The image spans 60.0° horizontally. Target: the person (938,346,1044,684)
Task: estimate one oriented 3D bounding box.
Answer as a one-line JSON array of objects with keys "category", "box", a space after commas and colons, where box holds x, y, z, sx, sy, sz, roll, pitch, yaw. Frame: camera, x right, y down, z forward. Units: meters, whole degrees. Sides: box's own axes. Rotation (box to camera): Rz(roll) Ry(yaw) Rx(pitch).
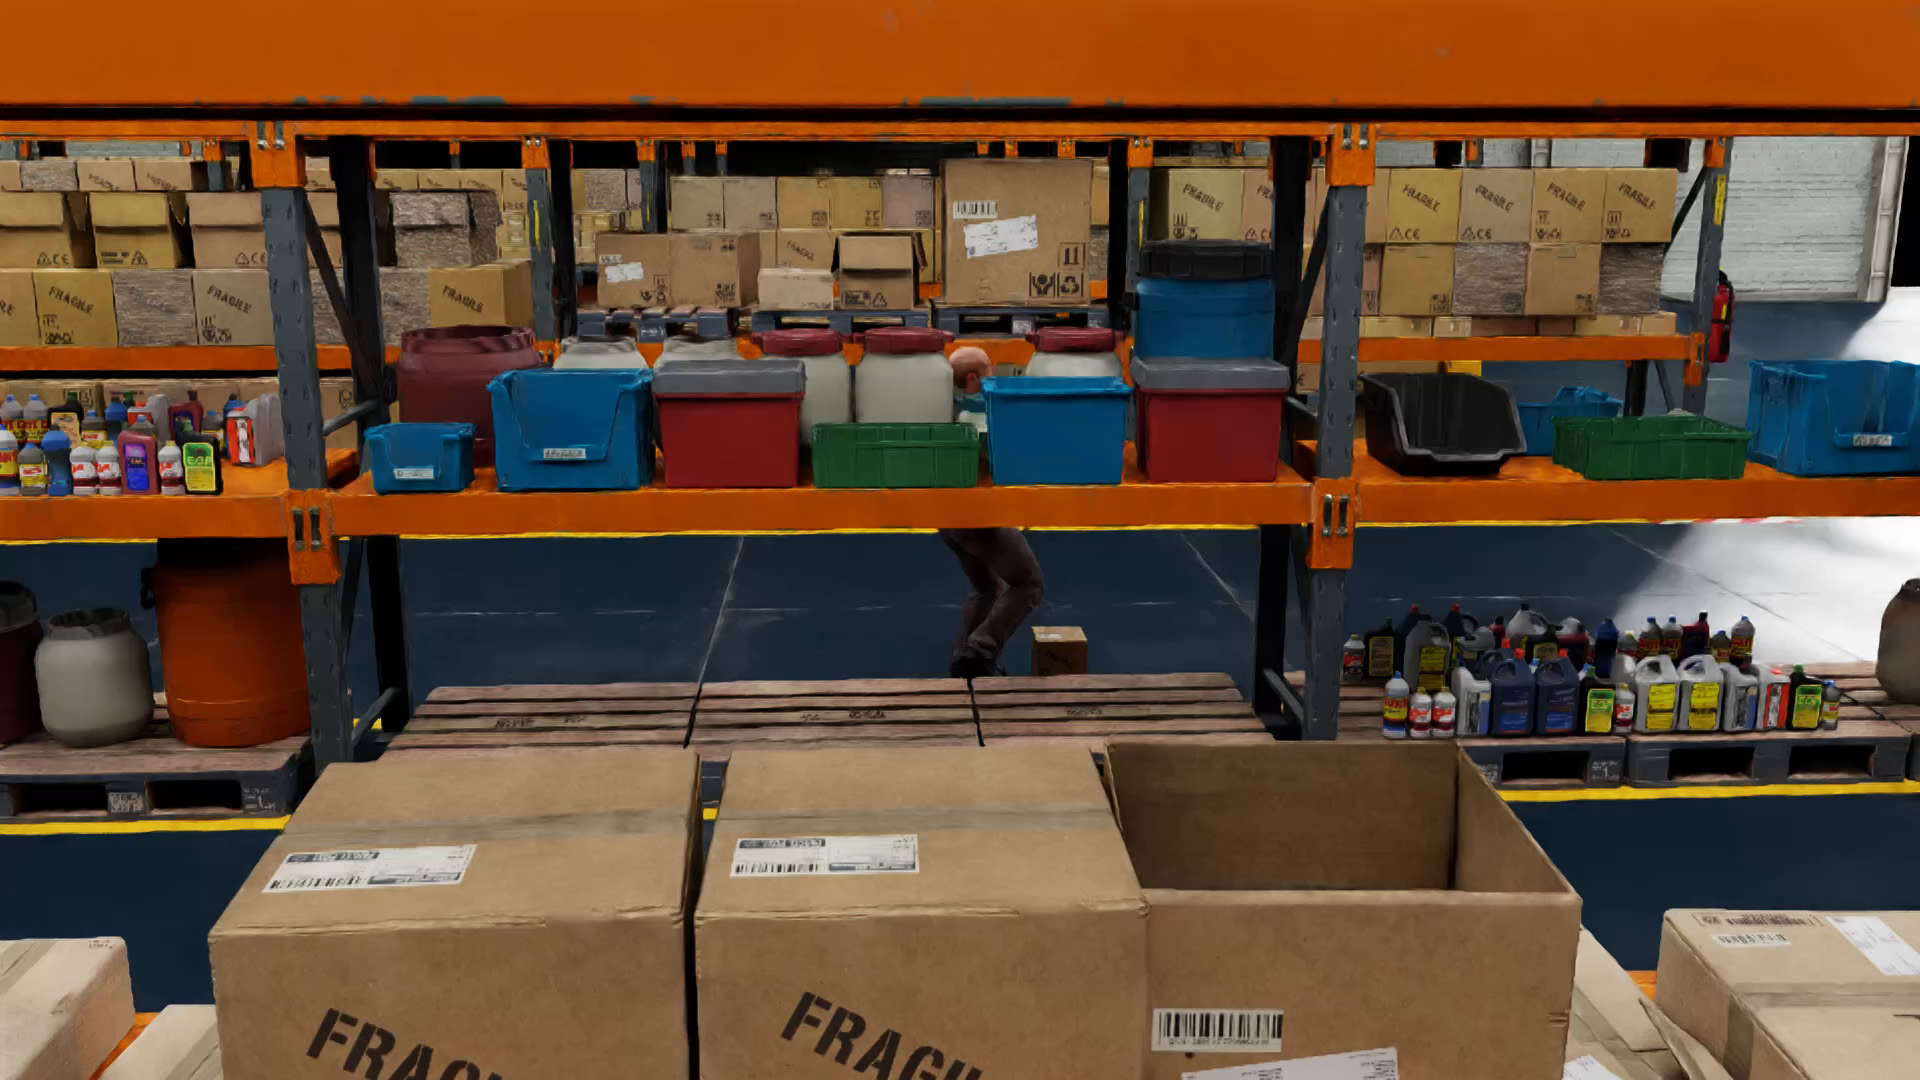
[{"category": "person", "box": [0.114, -0.100, 8.042, 0.505, 1.694, 0.716, -7, 15, -27]}]
